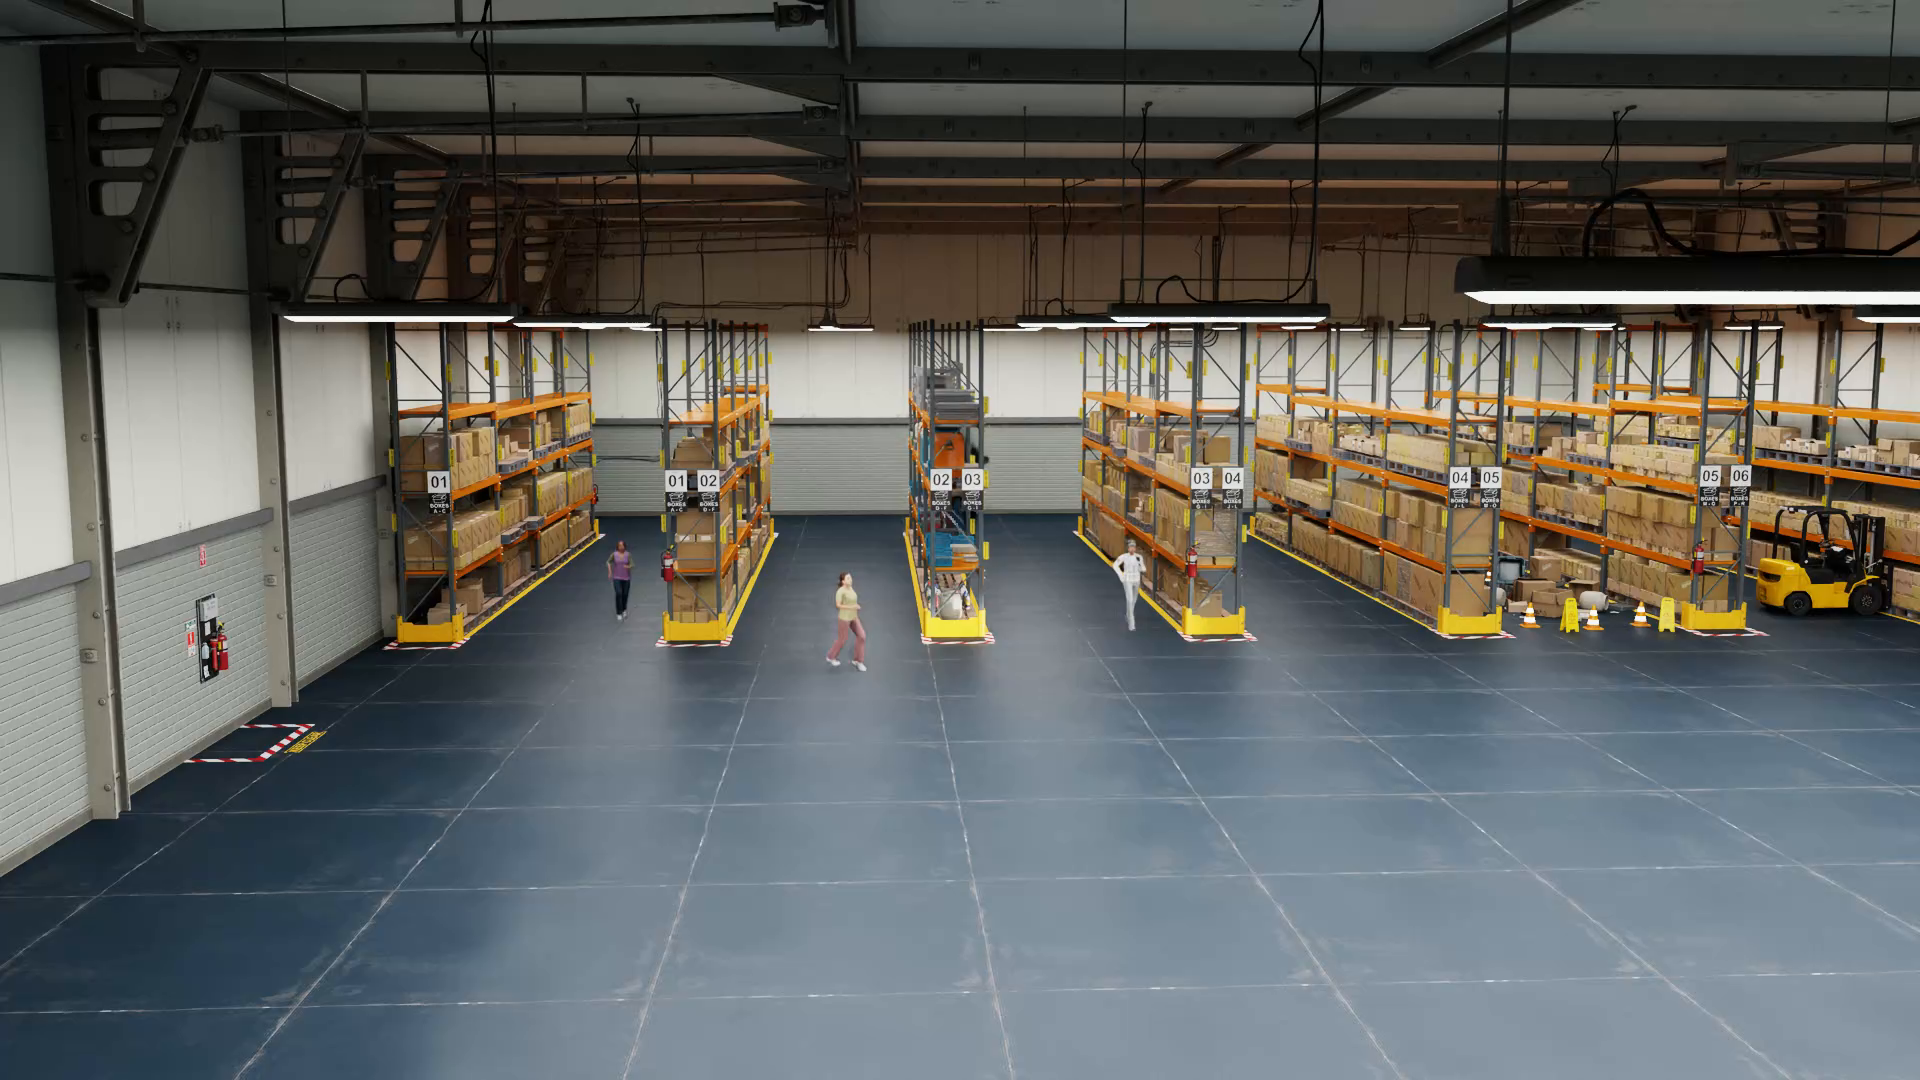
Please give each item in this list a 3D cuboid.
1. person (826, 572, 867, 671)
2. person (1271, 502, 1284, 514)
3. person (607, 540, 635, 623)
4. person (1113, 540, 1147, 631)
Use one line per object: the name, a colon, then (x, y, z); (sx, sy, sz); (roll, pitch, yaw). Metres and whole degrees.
person: (-1.963, 1.389, 28.522); (0.773, 1.714, 0.580); (5, 8, 33)
person: (9.529, -1.188, 49.214); (0.699, 1.718, 0.871); (2, 7, 18)
person: (-6.783, 0.818, 33.311); (0.506, 1.645, 0.721); (-3, 8, -20)
person: (3.337, 0.855, 32.464); (0.596, 1.748, 0.720); (-2, 7, -15)
